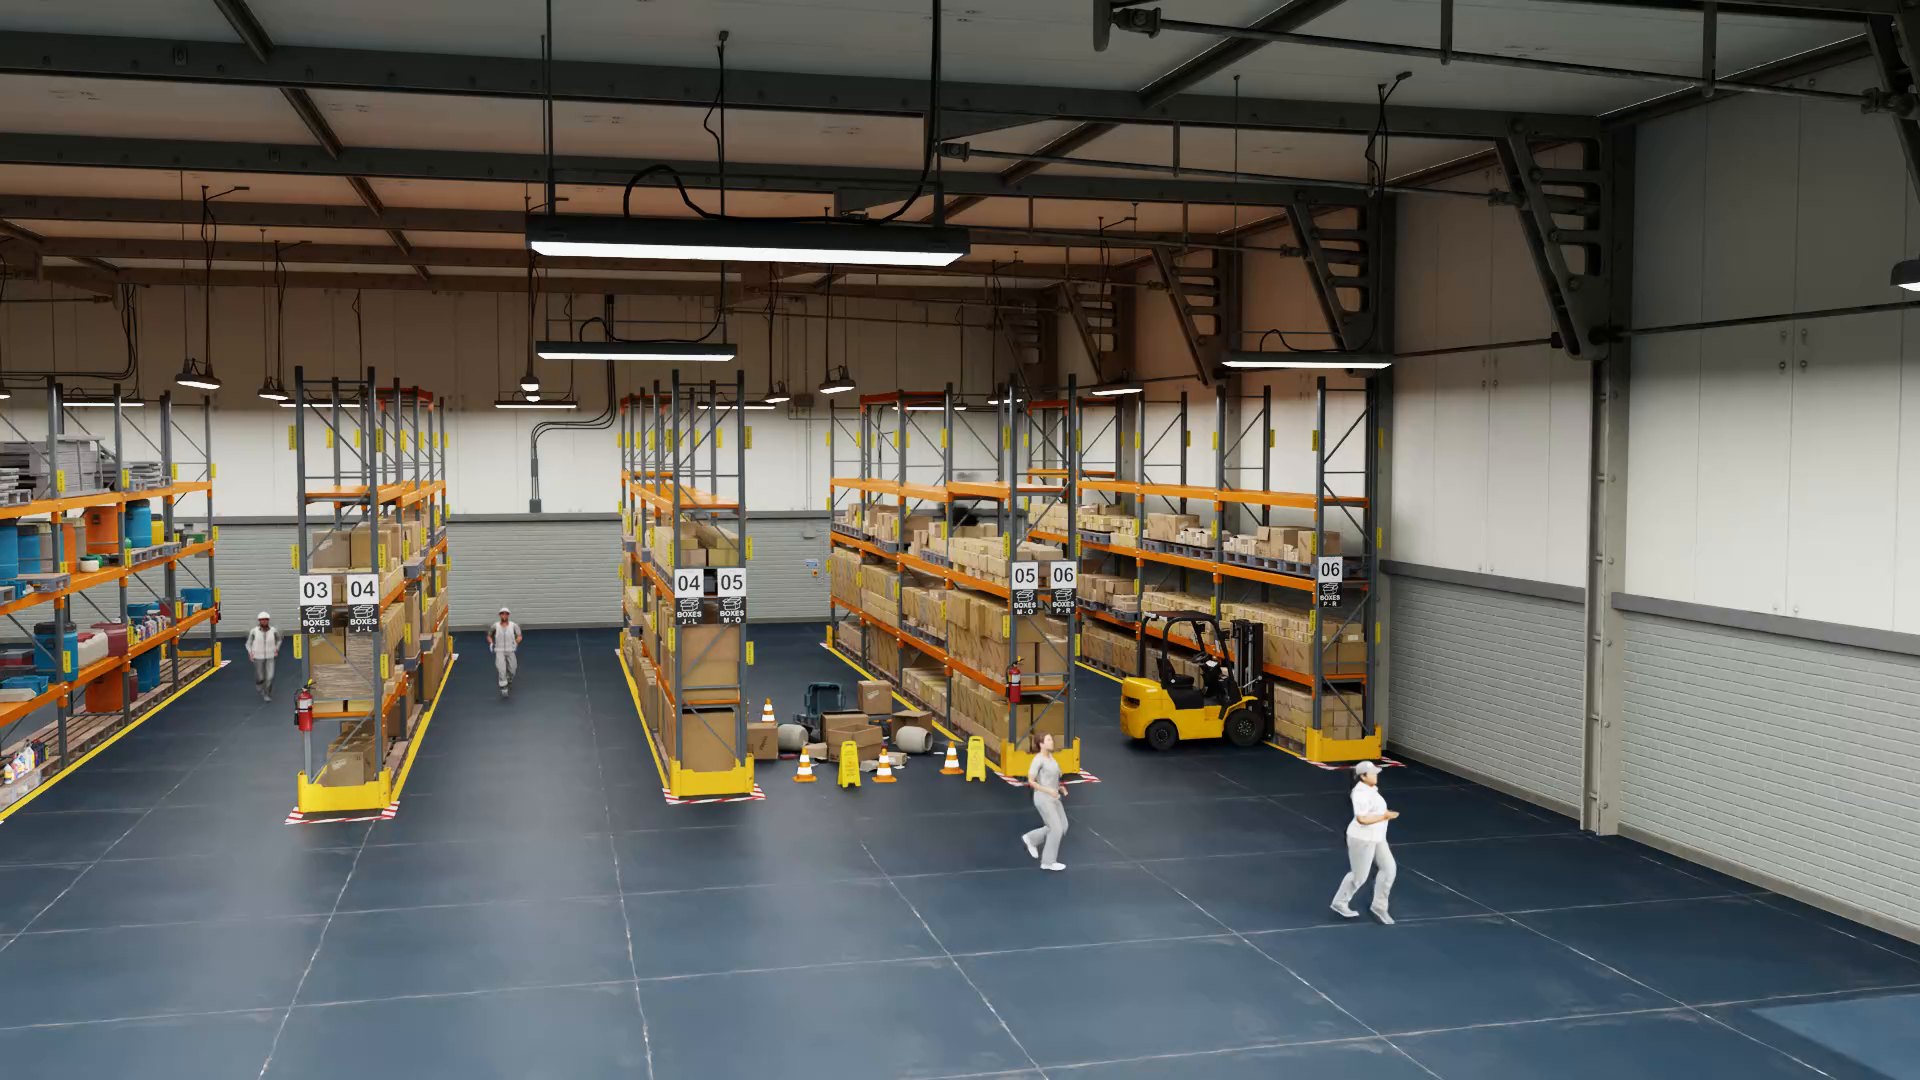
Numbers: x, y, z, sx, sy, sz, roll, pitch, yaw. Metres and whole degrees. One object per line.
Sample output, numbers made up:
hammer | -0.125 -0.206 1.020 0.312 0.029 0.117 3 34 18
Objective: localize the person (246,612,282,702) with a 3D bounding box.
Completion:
person | -13.400 2.239 32.033 0.646 1.730 0.631 -2 4 -28

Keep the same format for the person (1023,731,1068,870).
person | 0.972 3.029 19.413 0.594 1.617 0.561 2 4 29

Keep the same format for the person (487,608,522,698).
person | -8.908 2.191 32.525 0.659 1.742 0.709 -1 4 -17

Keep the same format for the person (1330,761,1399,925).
person | 4.216 3.146 17.248 0.708 1.723 0.585 2 4 33
